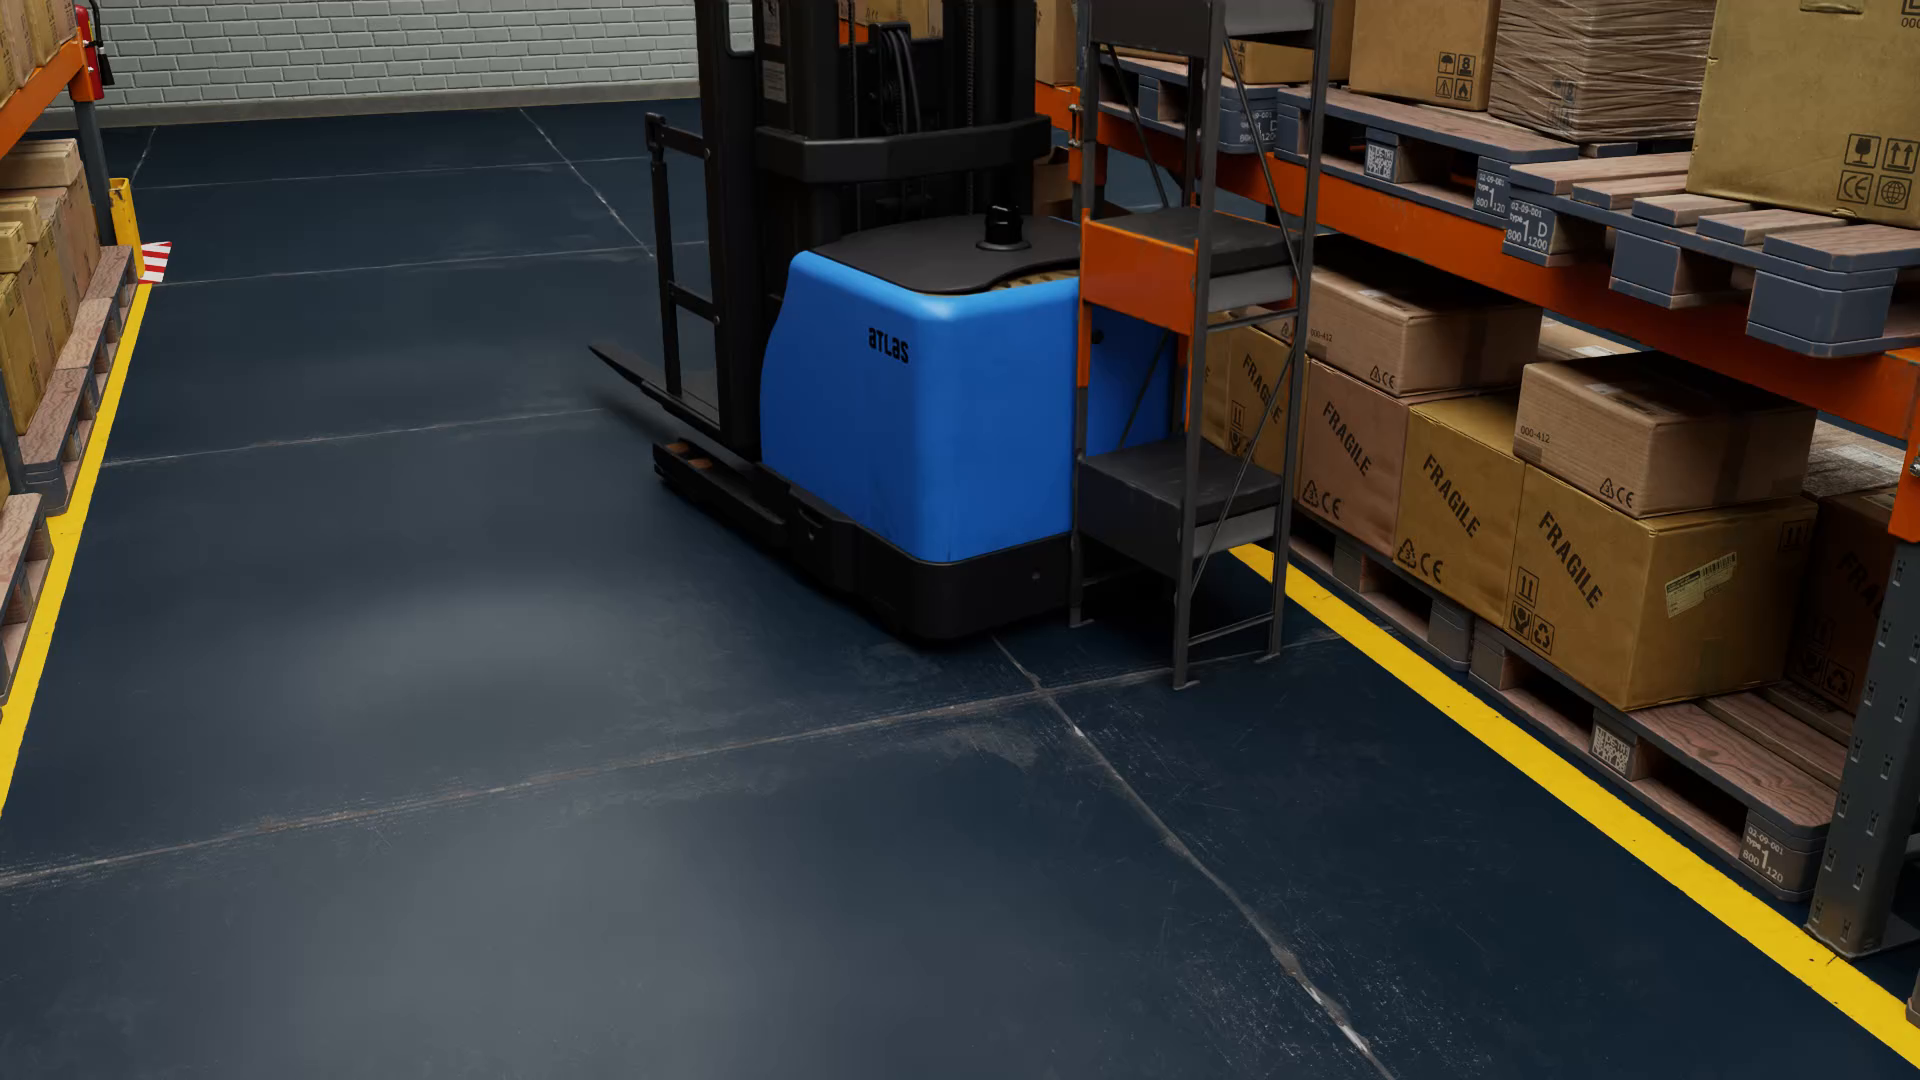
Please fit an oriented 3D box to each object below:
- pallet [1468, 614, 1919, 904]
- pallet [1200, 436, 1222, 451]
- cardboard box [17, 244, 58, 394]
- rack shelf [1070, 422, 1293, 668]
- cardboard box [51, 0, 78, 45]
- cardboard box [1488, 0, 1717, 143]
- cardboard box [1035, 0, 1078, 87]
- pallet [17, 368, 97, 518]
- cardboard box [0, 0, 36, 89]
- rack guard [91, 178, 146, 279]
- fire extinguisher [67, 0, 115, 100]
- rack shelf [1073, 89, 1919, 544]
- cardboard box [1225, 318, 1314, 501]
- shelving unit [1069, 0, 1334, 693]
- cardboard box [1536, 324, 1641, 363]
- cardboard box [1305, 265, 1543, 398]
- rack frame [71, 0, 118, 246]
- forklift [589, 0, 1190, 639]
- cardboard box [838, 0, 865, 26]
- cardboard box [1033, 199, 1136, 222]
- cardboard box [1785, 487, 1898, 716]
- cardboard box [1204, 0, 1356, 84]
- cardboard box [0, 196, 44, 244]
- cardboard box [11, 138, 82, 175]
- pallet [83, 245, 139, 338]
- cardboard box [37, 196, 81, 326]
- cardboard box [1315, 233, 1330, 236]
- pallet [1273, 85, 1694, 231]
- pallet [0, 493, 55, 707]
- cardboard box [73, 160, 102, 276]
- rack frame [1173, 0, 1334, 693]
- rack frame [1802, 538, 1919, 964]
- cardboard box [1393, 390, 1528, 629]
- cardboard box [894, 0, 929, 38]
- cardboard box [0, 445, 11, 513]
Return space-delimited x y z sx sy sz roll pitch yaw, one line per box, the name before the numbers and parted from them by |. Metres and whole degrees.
pallet | 2.132 0.448 4.415 1.003 0.211 1.213 -8 24 -19
pallet | 1.270 -0.439 6.519 1.003 0.211 1.213 -8 24 -19
cardboard box | -4.028 -0.843 6.567 0.700 0.500 0.500 -9 24 -20
rack shelf | 0.640 0.001 4.883 0.431 0.518 0.480 -15 27 -31
cardboard box | -4.909 -2.741 8.004 0.980 0.700 0.700 -7 24 -17
cardboard box | 1.888 -1.372 4.474 0.700 0.500 0.500 -4 23 -9
cardboard box | 0.531 -2.206 6.994 0.500 0.500 0.500 -8 24 -18
pallet | -3.881 -0.335 6.273 1.003 0.211 1.213 -8 24 -19
cardboard box | -4.381 -2.199 6.720 0.980 0.700 0.700 -10 25 -22
rack guard | -5.107 -1.643 9.005 1.175 0.500 0.348 -8 24 -19
fire extinguisher | -4.720 -2.697 8.866 0.296 0.674 0.183 -8 24 -19
rack shelf | 1.654 -0.956 5.082 1.077 0.370 4.000 -8 24 -19
cardboard box | 1.259 -0.481 5.680 0.500 0.500 0.500 -8 24 -18
shelving unit | 0.640 -0.657 4.606 0.431 2.100 0.503 -15 27 -31
cardboard box | 1.915 -0.377 5.435 0.500 0.500 0.500 -9 25 -21
cardboard box | 1.421 -0.656 5.130 0.500 0.250 0.500 -9 24 -20
rack frame | -5.099 -2.786 8.499 1.000 3.000 0.127 -8 24 -19
forklift | -0.489 -1.579 5.722 1.130 2.935 3.031 -15 27 -31
cardboard box | -0.369 -3.129 9.184 0.500 0.500 0.500 -9 24 -20
cardboard box | 0.481 -1.233 7.465 0.500 0.500 0.500 -8 24 -19
cardboard box | 2.467 0.184 4.103 0.500 0.500 0.500 -7 24 -17
cardboard box | 1.208 -1.810 5.512 0.700 0.500 0.500 -5 23 -11
cardboard box | -3.989 -1.298 6.811 0.380 0.149 0.250 -9 24 -20
cardboard box | -4.542 -1.865 8.154 0.380 0.149 0.250 -9 24 -20
pallet | -4.743 -1.221 8.376 1.003 0.211 1.213 -8 24 -19
cardboard box | -4.403 -1.223 7.467 0.700 0.500 0.500 -9 25 -21
cardboard box | 1.390 -0.925 6.734 0.500 0.500 0.500 -8 24 -19
pallet | 1.669 -1.178 4.930 1.003 0.211 1.213 -8 24 -19
pallet | -3.343 0.222 4.951 1.003 0.211 1.213 -8 24 -19
cardboard box | -4.758 -1.587 8.332 0.700 0.500 0.500 -8 24 -19
rack frame | 0.775 -0.578 4.419 0.400 2.100 0.015 -15 27 -31
rack frame | 2.360 -0.561 3.218 1.000 3.000 0.127 -8 24 -19
cardboard box | 1.628 -0.107 4.794 0.500 0.500 0.500 -9 25 -21
cardboard box | -0.019 -2.765 8.319 0.500 0.500 0.500 -8 24 -18
cardboard box | -3.334 -0.317 4.868 0.750 0.750 0.750 -8 24 -18
